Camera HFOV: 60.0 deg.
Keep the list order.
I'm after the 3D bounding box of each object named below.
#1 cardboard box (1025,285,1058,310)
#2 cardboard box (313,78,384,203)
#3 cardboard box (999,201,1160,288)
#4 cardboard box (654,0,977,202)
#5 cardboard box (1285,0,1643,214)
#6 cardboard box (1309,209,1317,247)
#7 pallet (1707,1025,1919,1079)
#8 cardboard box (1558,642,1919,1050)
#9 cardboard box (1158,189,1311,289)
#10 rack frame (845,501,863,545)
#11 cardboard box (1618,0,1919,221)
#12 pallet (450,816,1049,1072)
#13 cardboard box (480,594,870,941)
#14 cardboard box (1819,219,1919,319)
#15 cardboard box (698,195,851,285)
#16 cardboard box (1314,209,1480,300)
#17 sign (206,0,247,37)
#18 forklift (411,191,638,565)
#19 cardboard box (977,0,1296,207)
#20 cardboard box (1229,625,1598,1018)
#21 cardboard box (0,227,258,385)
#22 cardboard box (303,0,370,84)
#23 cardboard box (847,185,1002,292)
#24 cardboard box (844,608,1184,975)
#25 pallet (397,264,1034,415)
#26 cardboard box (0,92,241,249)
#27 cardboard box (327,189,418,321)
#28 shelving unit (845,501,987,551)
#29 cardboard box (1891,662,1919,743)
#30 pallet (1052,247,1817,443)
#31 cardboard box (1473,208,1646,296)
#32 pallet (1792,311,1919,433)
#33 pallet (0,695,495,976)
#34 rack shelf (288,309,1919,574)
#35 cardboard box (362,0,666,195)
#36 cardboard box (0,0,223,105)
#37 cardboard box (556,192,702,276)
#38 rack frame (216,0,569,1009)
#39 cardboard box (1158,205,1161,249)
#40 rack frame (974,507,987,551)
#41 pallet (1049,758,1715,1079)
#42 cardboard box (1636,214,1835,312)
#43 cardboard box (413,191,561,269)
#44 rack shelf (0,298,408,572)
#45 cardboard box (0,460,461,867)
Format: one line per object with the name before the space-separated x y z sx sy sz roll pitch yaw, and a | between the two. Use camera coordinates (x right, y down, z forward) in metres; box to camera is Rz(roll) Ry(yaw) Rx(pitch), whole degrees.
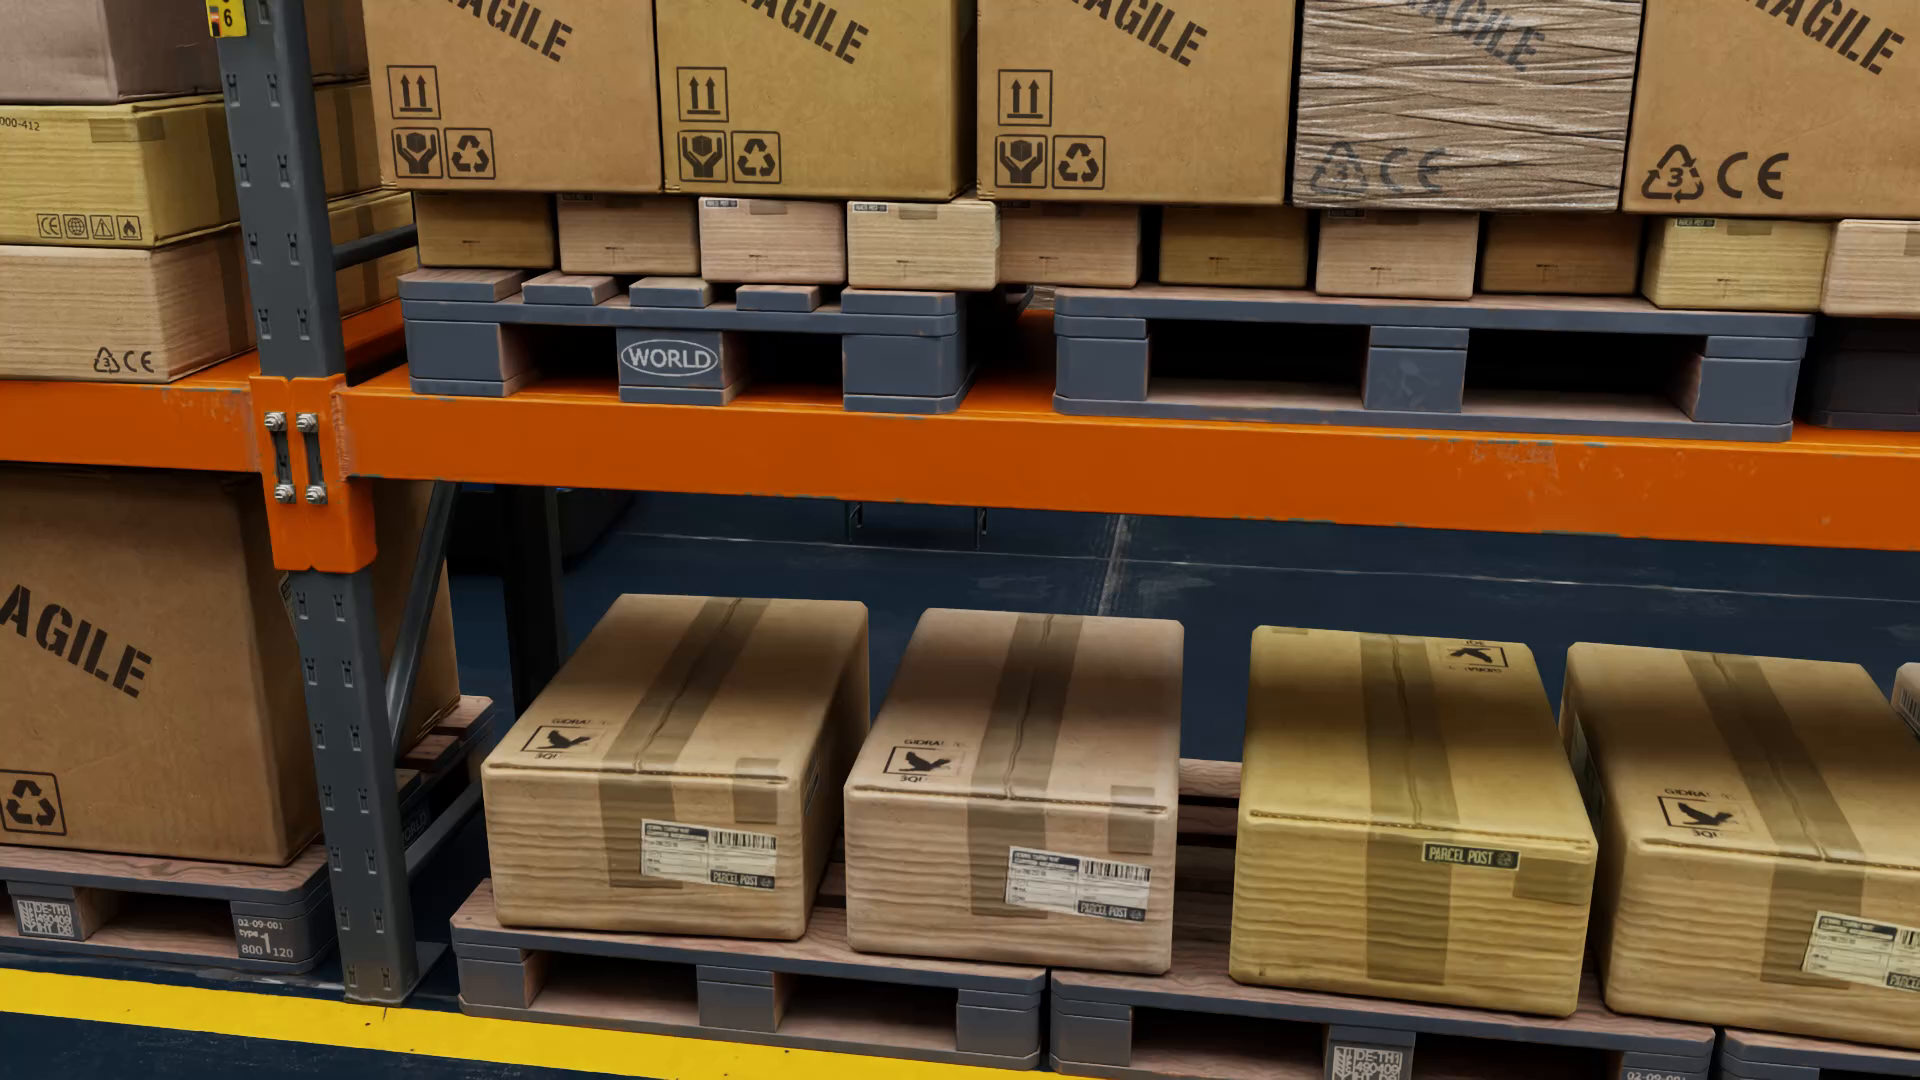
cardboard box | 0.265 -1.210 8.274 0.625 0.625 0.875 4 19 10
cardboard box | -1.593 -0.887 3.674 0.500 0.250 0.500 3 19 8
cardboard box | 0.215 -0.562 2.990 0.250 0.149 0.380 4 19 12
cardboard box | -0.209 -0.886 2.936 0.500 0.500 0.500 4 19 11
cardboard box | 0.809 -0.834 2.780 0.500 0.500 0.500 2 19 7
cardboard box | 0.771 -0.702 3.407 0.250 0.149 0.380 2 19 7
pallet | 2.048 0.867 3.379 1.213 0.211 1.003 3 19 9
cardboard box | 1.589 0.570 3.352 0.625 0.372 0.950 4 19 12
cardboard box | 0.500 -0.560 2.984 0.250 0.149 0.380 4 19 11
rack frame | -0.404 -0.590 6.174 0.015 1.200 0.240 3 19 9
cardboard box | 1.326 -0.808 2.702 0.500 0.500 0.500 4 19 11
pallet | -0.361 0.744 3.746 1.213 0.211 1.003 3 19 9
cardboard box | -0.576 0.461 3.678 0.625 0.372 0.950 2 19 5
cardboard box | 1.496 -0.468 2.709 0.250 0.149 0.380 3 19 9
cardboard box | -0.304 -0.570 3.014 0.250 0.149 0.380 2 19 5
cardboard box | 0.747 -0.527 2.884 0.250 0.149 0.380 4 19 10
sign | -1.217 -0.993 2.718 0.005 0.325 0.100 3 19 9
forklift | -2.823 -1.457 6.039 3.031 2.935 1.130 1 19 4
cardboard box | 0.316 -0.862 2.863 0.500 0.500 0.500 3 19 10
cardboard box | 0.902 0.535 3.455 0.625 0.372 0.950 4 19 10
cardboard box | -1.673 -0.491 3.279 0.500 0.250 0.500 2 19 7
cardboard box | -1.580 -1.241 3.551 0.500 0.500 0.500 2 19 7
cardboard box | -0.036 -0.550 2.953 0.250 0.149 0.380 3 19 9
cardboard box | 0.154 0.495 3.575 0.625 0.372 0.950 3 19 8
pallet | -0.412 -0.524 3.445 1.003 0.211 1.213 3 19 9
cardboard box | -1.651 -0.728 3.201 0.500 0.250 0.500 3 19 8
cardboard box | -1.575 -0.650 3.755 0.500 0.250 0.500 3 19 8
shelving unit | -0.163 -0.577 6.138 0.503 1.200 0.258 3 19 9
cardboard box | 2.299 0.605 3.247 0.625 0.372 0.950 3 19 9
pallet | 0.829 -0.440 3.193 1.213 0.211 1.003 3 19 9
cardboard box | 1.017 -0.537 2.915 0.250 0.149 0.380 2 19 7
pallet | 2.086 -0.409 3.102 1.213 0.211 1.003 3 19 9
pallet | -1.899 0.641 4.054 1.213 0.211 1.003 3 19 9
rack shelf | 0.843 -0.176 3.235 4.000 0.370 1.077 3 19 9
cardboard box | -0.725 -0.910 3.008 0.500 0.500 0.500 2 19 7
cardboard box | -1.684 -1.083 3.080 0.500 0.500 0.500 2 19 7
cardboard box | -0.567 -0.598 3.098 0.250 0.149 0.380 2 19 5
rack frame | -1.132 -0.618 3.422 0.127 3.000 1.000 3 19 9
cardboard box | 0.510 -0.689 3.368 0.250 0.149 0.380 3 19 9
rack frame | 0.077 -0.565 6.101 0.015 1.200 0.240 3 19 9
pallet | 0.840 0.807 3.560 1.213 0.211 1.003 3 19 9
cardboard box | 1.260 -0.492 2.779 0.250 0.149 0.380 3 19 9
cardboard box | -0.841 -0.623 3.172 0.250 0.149 0.380 2 19 5
rack shelf | -3.107 -0.377 3.837 4.000 0.370 1.077 3 19 9
cardboard box | -1.801 0.130 3.874 0.875 0.875 0.875 3 19 8
